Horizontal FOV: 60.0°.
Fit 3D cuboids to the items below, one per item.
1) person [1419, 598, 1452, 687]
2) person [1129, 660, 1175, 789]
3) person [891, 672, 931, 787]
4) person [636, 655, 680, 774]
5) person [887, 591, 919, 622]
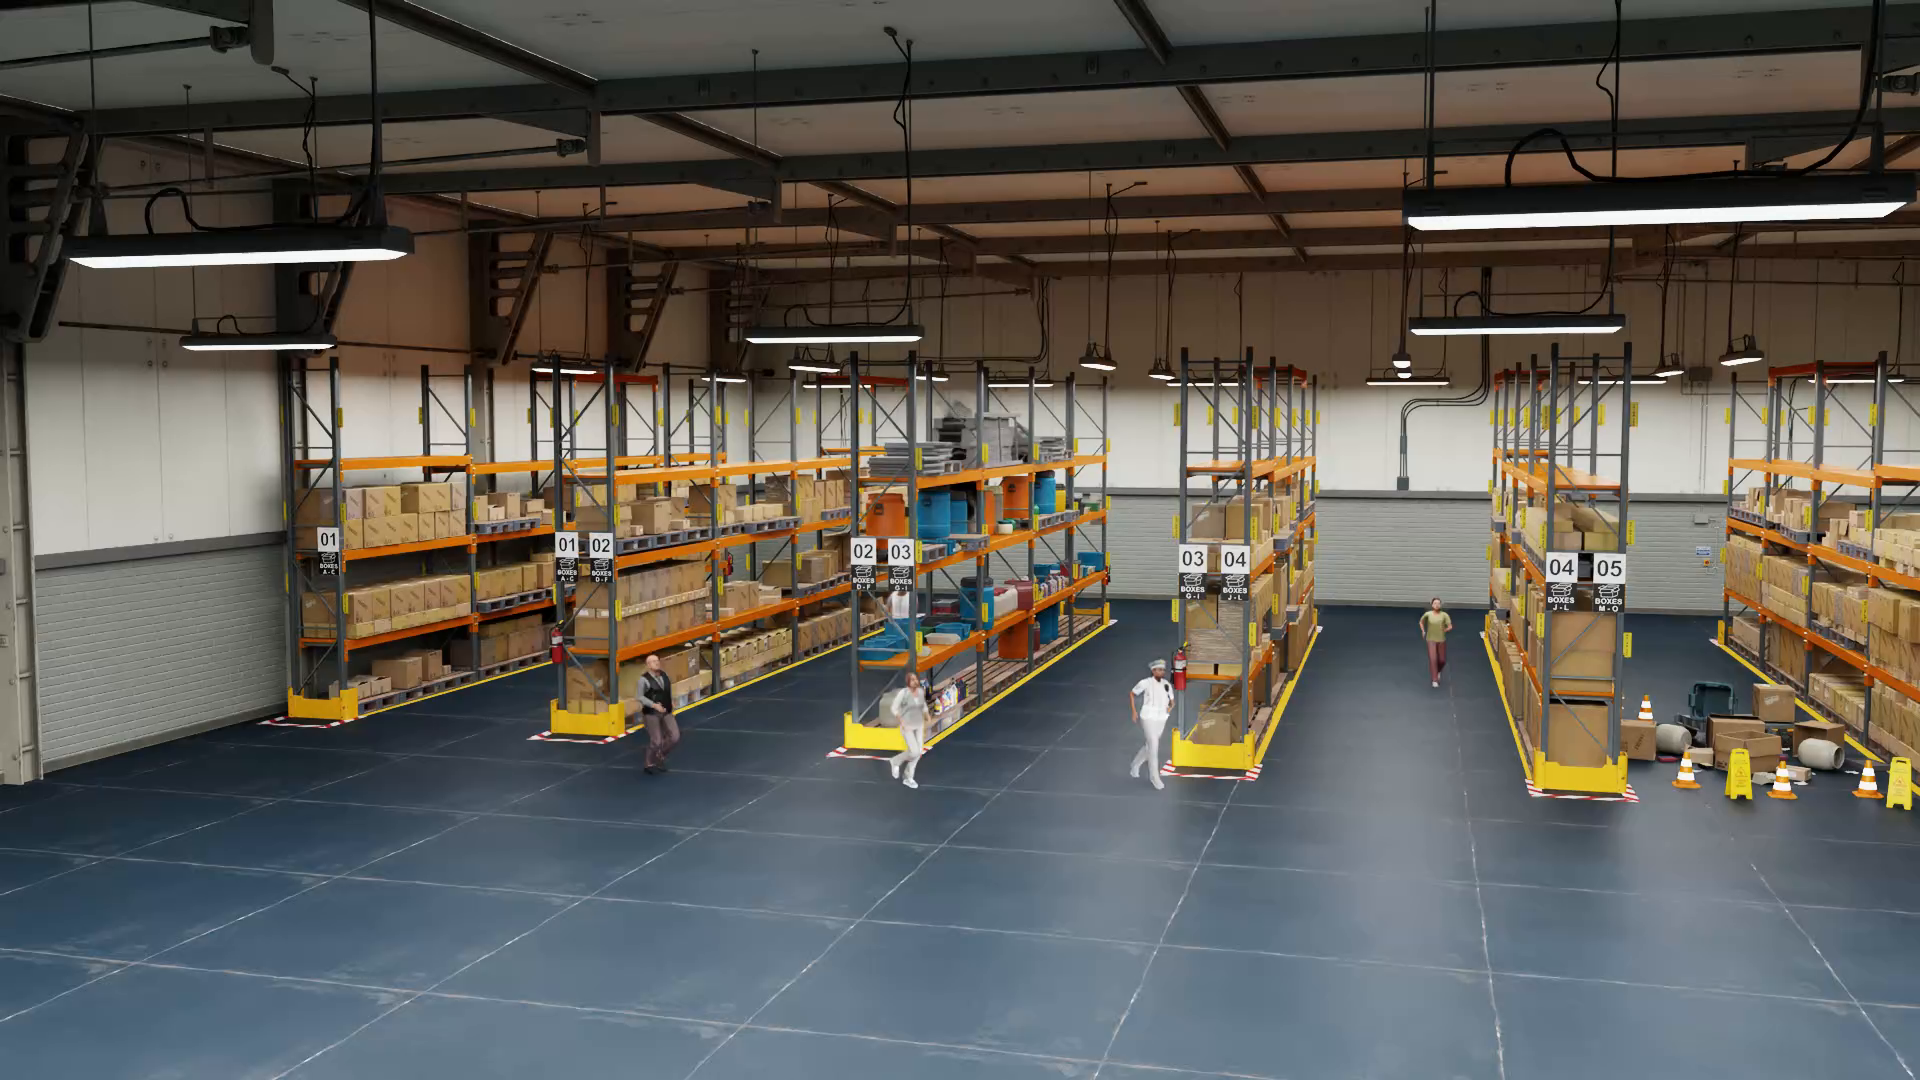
[{"bbox_3d":[8.897,1.902,31.098,0.589,1.625,0.868,1,4,11],"label":"person"},{"bbox_3d":[2.682,2.482,22.799,0.600,1.690,0.868,-2,5,-25],"label":"person"},{"bbox_3d":[-0.654,2.571,22.626,0.528,1.570,0.572,-3,5,-37],"label":"person"},{"bbox_3d":[-4.221,2.445,23.312,0.672,1.677,0.610,-4,6,-45],"label":"person"},{"bbox_3d":[-1.175,1.649,33.847,0.665,1.736,0.590,1,4,9],"label":"person"}]
